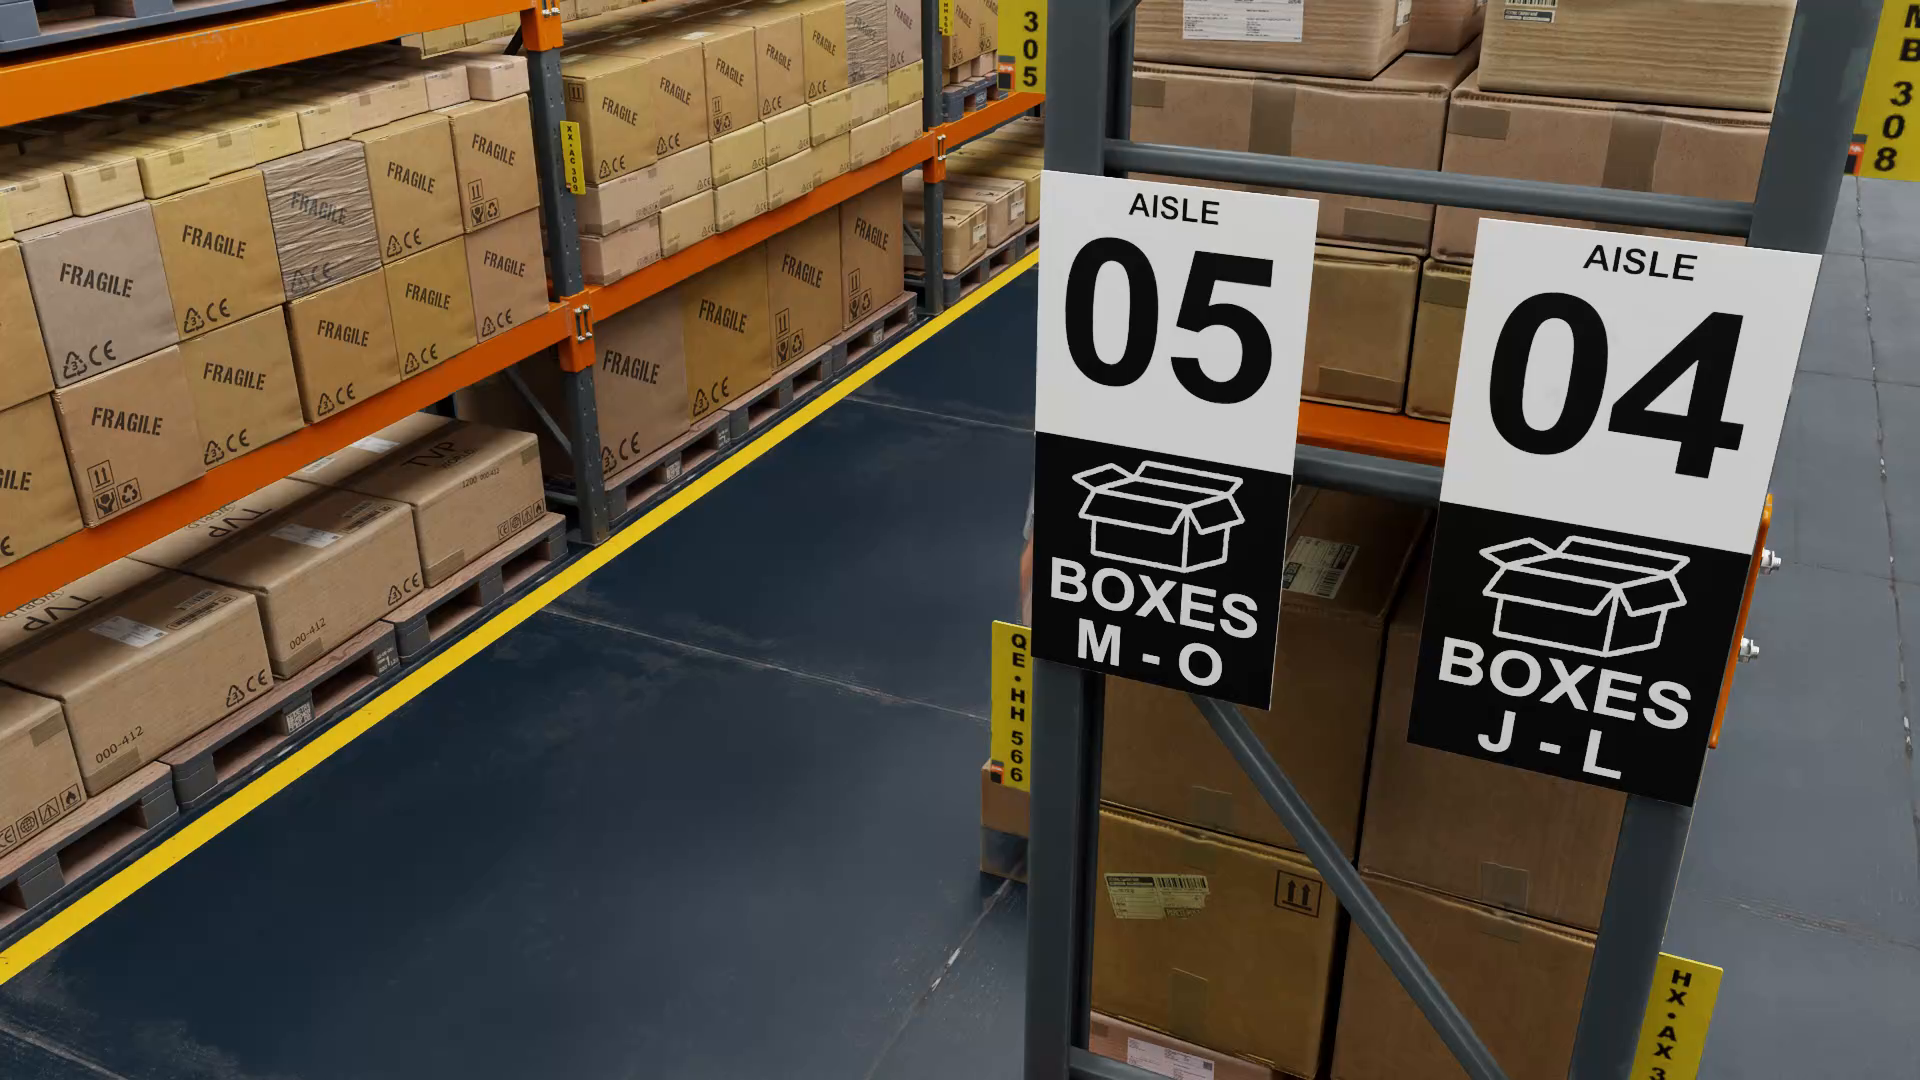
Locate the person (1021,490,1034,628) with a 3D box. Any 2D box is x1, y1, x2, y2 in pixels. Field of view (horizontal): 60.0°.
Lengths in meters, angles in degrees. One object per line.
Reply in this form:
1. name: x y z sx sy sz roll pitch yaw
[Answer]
1. person: 0.448 0.307 6.119 0.475 1.573 0.467 12 29 23
